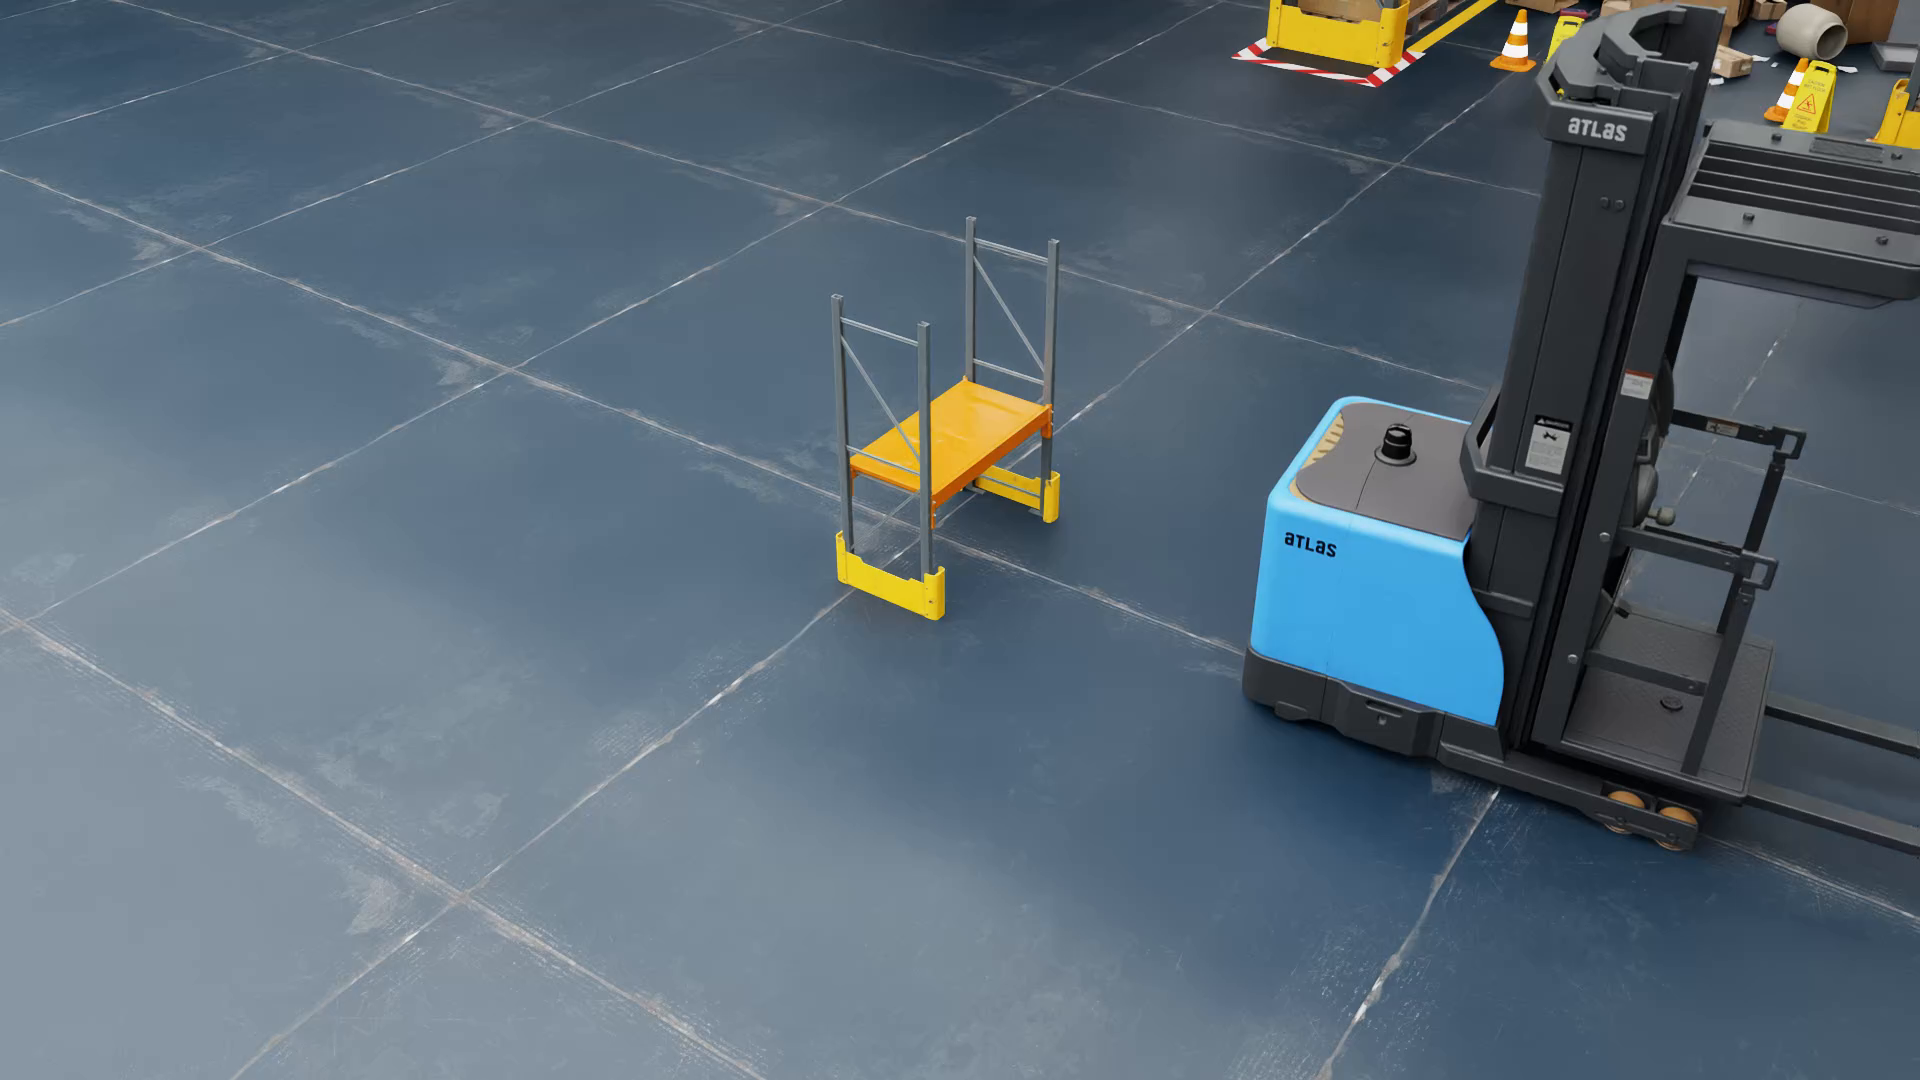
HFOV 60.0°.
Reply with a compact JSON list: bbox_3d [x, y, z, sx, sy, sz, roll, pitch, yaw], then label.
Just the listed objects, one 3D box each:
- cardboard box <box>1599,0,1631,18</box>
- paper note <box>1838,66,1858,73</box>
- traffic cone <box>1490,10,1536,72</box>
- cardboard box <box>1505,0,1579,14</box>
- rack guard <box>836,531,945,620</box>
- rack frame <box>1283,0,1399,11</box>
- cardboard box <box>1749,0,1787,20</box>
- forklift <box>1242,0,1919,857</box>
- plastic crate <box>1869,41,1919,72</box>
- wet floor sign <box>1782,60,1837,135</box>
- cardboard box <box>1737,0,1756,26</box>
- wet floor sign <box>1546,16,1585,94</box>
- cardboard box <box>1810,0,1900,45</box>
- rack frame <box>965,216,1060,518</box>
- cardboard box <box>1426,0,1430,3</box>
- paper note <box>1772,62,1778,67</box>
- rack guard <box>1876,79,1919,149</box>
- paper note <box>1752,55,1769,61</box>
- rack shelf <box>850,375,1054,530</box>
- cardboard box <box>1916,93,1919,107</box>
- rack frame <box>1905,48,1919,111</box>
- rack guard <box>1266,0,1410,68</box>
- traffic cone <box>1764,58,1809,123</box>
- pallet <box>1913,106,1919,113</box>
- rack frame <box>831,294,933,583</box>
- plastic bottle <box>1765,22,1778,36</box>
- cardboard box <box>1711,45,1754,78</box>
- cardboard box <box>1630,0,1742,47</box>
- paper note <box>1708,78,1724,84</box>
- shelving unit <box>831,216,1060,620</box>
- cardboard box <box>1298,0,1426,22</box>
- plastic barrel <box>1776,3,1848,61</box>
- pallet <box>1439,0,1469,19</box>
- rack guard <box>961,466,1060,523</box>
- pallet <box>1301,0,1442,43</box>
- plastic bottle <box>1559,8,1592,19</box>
[{"bbox_3d":[6.096,-4.864,15.206,0.396,0.266,0.258,29,44,36],"label":"cardboard box"},{"bbox_3d":[7.563,-4.013,14.156,0.142,0.019,0.148,8,35,12],"label":"paper note"},{"bbox_3d":[4.751,-4.275,14.159,0.336,0.463,0.334,21,39,28],"label":"traffic cone"},{"bbox_3d":[5.521,-5.300,15.638,0.500,0.500,0.500,29,44,36],"label":"cardboard box"},{"bbox_3d":[-0.327,0.161,7.789,0.587,0.250,0.087,21,39,28],"label":"rack guard"},{"bbox_3d":[3.282,-5.535,13.758,1.000,3.000,0.127,21,39,28],"label":"rack frame"},{"bbox_3d":[7.459,-5.020,15.436,0.258,0.266,0.396,-3,34,-4],"label":"cardboard box"},{"bbox_3d":[2.762,-0.349,6.150,3.031,2.935,1.130,17,37,23],"label":"forklift"},{"bbox_3d":[8.118,-4.172,14.347,0.402,0.080,0.583,8,35,12],"label":"plastic crate"},{"bbox_3d":[6.419,-3.280,12.524,0.232,0.644,0.267,-22,40,-29],"label":"wet floor sign"},{"bbox_3d":[6.854,-5.073,15.181,0.797,0.637,0.503,21,39,28],"label":"cardboard box"},{"bbox_3d":[4.892,-3.914,13.462,0.267,0.644,0.232,14,37,20],"label":"wet floor sign"},{"bbox_3d":[7.958,-4.749,14.823,0.500,0.500,0.500,-9,35,-13],"label":"cardboard box"},{"bbox_3d":[0.241,-0.816,8.118,0.500,1.500,0.032,21,39,28],"label":"rack frame"},{"bbox_3d":[4.114,-5.568,15.328,0.875,0.875,0.875,21,39,27],"label":"cardboard box"},{"bbox_3d":[6.995,-4.081,14.276,0.032,0.001,0.123,21,39,28],"label":"paper note"},{"bbox_3d":[7.450,-3.000,12.240,1.175,0.500,0.348,21,39,28],"label":"rack guard"},{"bbox_3d":[6.918,-4.180,14.414,0.142,0.019,0.148,-22,40,-29],"label":"paper note"},{"bbox_3d":[-0.049,-0.433,7.873,0.538,0.185,1.000,21,39,28],"label":"rack shelf"},{"bbox_3d":[7.660,-3.505,12.834,0.500,0.250,0.500,21,39,28],"label":"cardboard box"},{"bbox_3d":[7.406,-4.001,11.488,1.000,3.000,0.127,21,39,28],"label":"rack frame"},{"bbox_3d":[3.268,-4.489,14.441,1.175,0.500,0.348,21,39,28],"label":"rack guard"},{"bbox_3d":[6.592,-3.560,13.101,0.336,0.463,0.334,21,39,28],"label":"traffic cone"},{"bbox_3d":[7.942,-3.243,12.857,1.003,0.211,1.213,21,39,28],"label":"pallet"},{"bbox_3d":[-0.338,-0.348,7.426,0.500,1.500,0.032,21,39,28],"label":"rack frame"},{"bbox_3d":[7.410,-4.629,15.041,0.133,0.061,0.283,29,44,36],"label":"plastic bottle"},{"bbox_3d":[6.494,-4.068,14.133,0.250,0.149,0.380,-15,37,-21],"label":"cardboard box"},{"bbox_3d":[6.328,-4.584,14.579,0.797,0.503,0.637,-3,34,-4],"label":"cardboard box"},{"bbox_3d":[6.310,-3.842,13.904,0.148,0.019,0.142,8,35,12],"label":"paper note"},{"bbox_3d":[-0.043,-0.586,7.778,0.587,1.500,1.083,21,39,28],"label":"shelving unit"},{"bbox_3d":[3.614,-5.162,14.728,0.875,0.875,0.875,21,40,28],"label":"cardboard box"},{"bbox_3d":[7.340,-4.368,14.331,0.421,0.421,0.512,-9,35,-13],"label":"plastic barrel"},{"bbox_3d":[4.370,-5.332,15.947,1.003,0.211,1.213,21,39,28],"label":"pallet"},{"bbox_3d":[0.240,-0.298,8.467,0.587,0.250,0.087,21,39,28],"label":"rack guard"},{"bbox_3d":[3.674,-4.773,15.120,1.003,0.211,1.213,21,39,28],"label":"pallet"},{"bbox_3d":[5.705,-4.876,15.405,0.283,0.061,0.133,8,35,12],"label":"plastic bottle"}]
